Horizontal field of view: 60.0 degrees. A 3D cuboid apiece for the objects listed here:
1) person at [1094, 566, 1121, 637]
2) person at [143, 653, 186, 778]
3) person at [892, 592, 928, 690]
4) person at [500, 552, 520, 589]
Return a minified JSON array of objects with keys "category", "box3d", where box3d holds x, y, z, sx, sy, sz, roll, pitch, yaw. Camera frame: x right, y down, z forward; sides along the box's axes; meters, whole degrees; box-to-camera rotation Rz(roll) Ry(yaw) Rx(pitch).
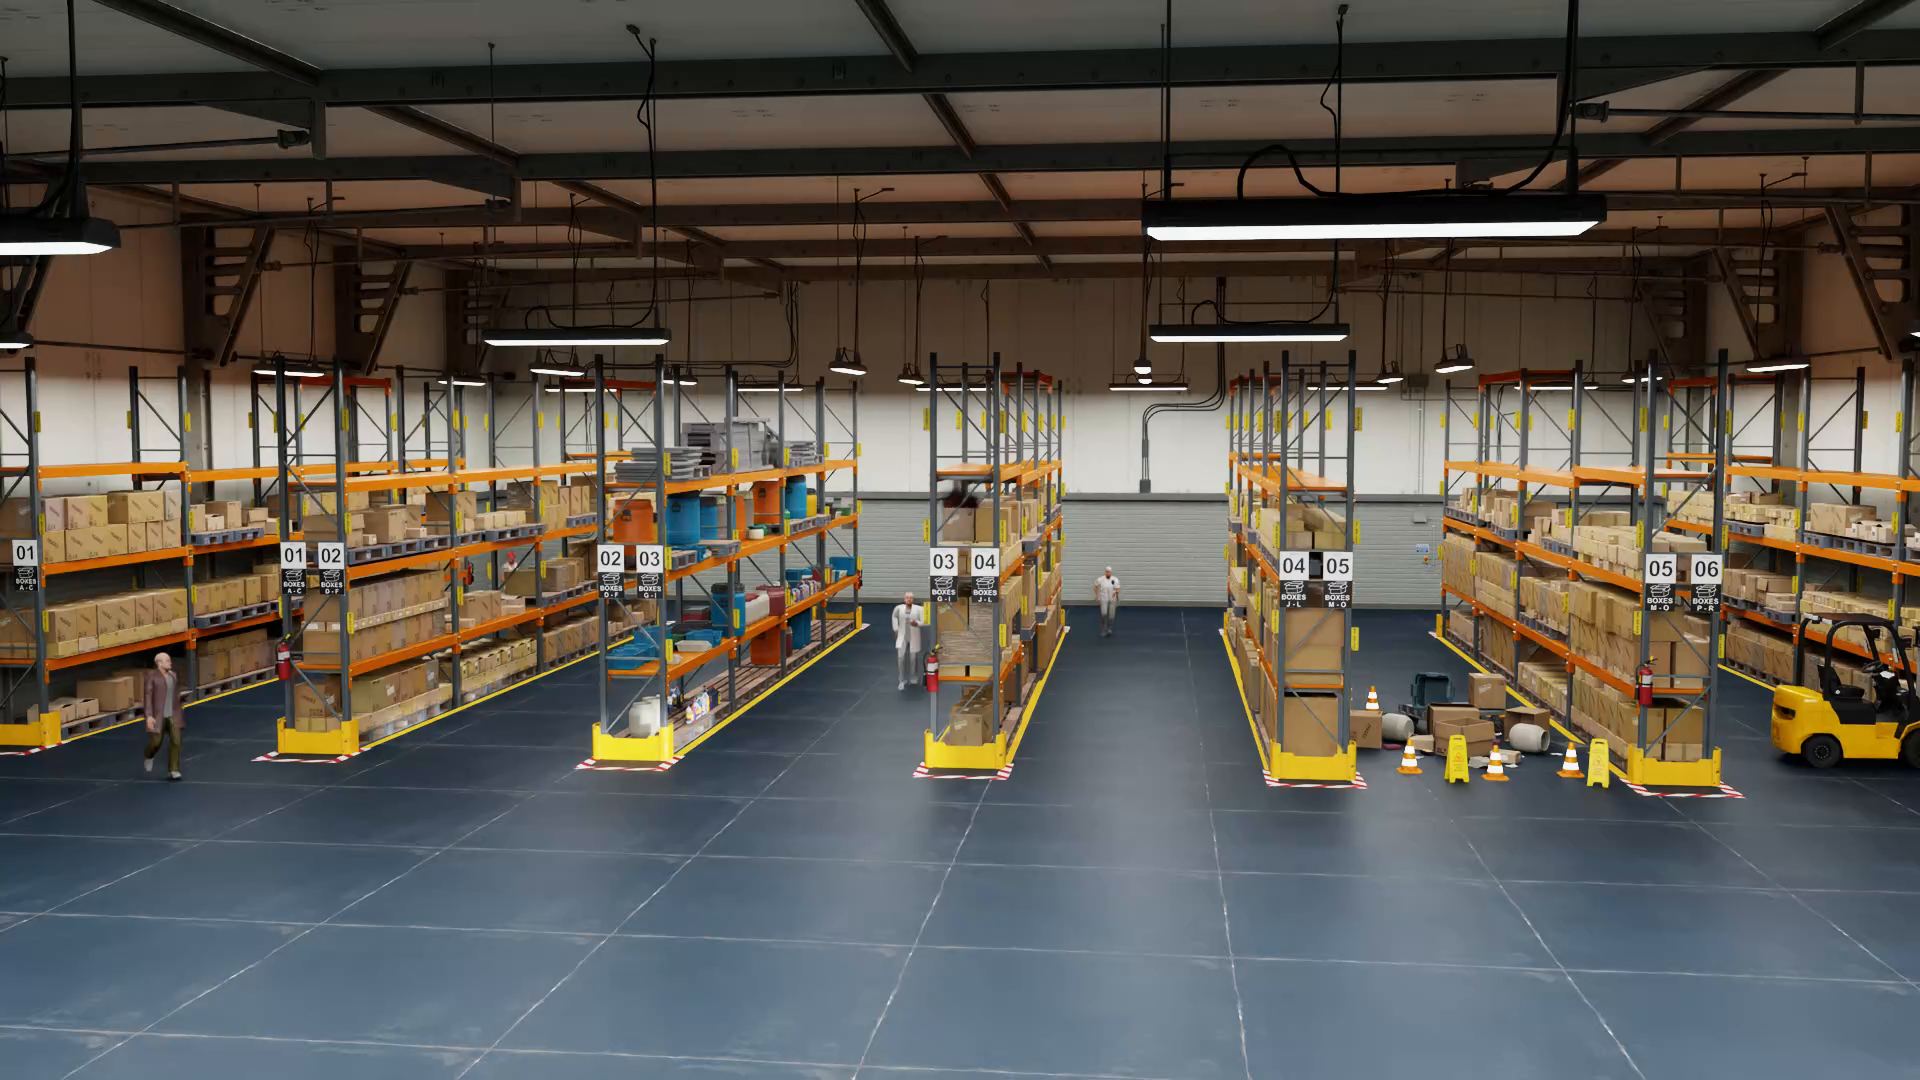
[{"category":"person","box3d":[3.475,1.448,39.005,0.581,1.662,0.655,0,4,-5]},{"category":"person","box3d":[-11.236,2.456,23.434,0.593,1.750,0.802,-4,6,-43]},{"category":"person","box3d":[-0.954,1.907,31.420,0.732,1.860,0.845,1,4,10]},{"category":"person","box3d":[-11.302,1.173,41.931,0.591,1.747,0.923,-3,5,-32]}]
